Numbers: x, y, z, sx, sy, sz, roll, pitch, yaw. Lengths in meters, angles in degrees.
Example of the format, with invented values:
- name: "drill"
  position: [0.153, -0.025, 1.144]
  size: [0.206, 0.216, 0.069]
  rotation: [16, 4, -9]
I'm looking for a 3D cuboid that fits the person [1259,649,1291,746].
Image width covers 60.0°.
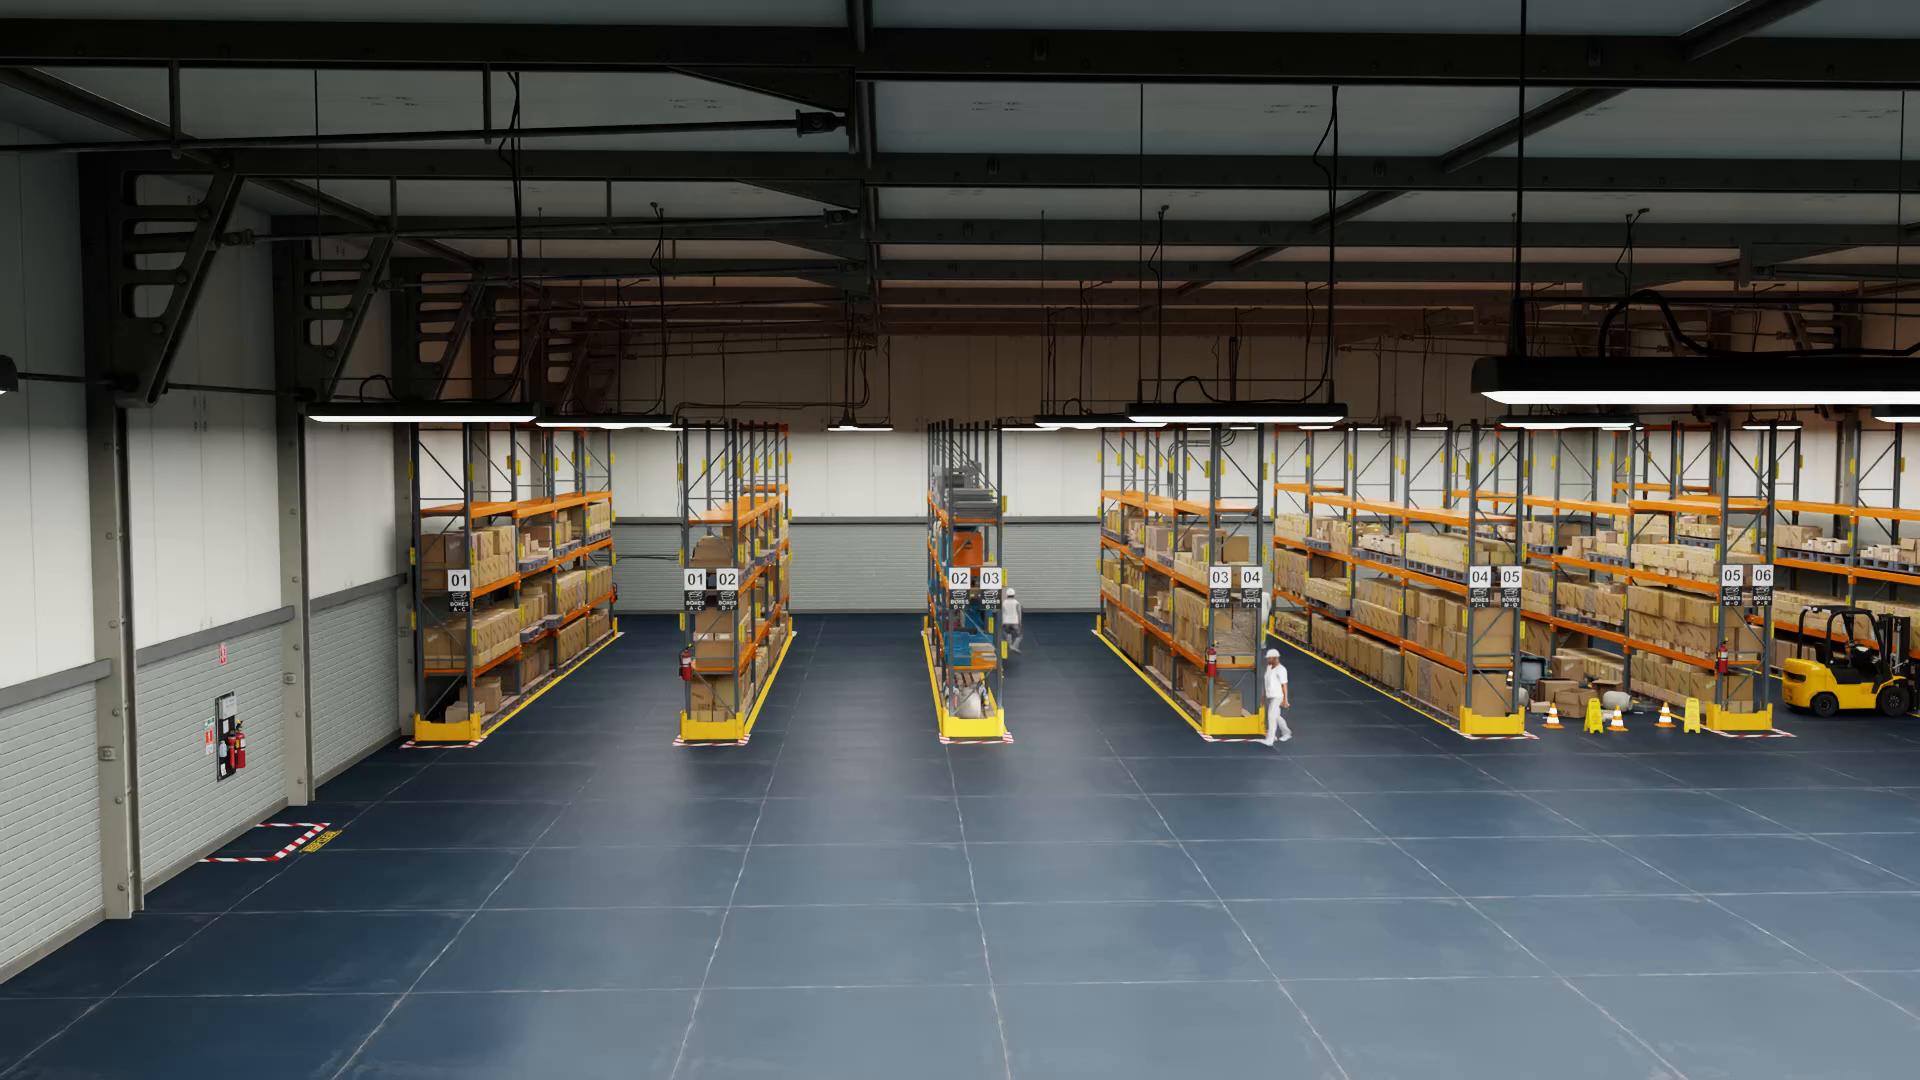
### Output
- name: "person"
  position: [5.816, 2.895, 30.683]
  size: [0.803, 1.762, 0.595]
  rotation: [-1, 4, -15]

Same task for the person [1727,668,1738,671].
- name: "person"
  position: [16.600, 2.655, 36.016]
  size: [0.546, 1.540, 0.709]
  rotation: [0, 4, 1]

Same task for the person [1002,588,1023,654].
- name: "person"
  position: [1.296, 2.020, 41.784]
  size: [0.577, 1.629, 0.645]
  rotation: [1, 4, 13]

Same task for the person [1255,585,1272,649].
- name: "person"
  position: [8.029, 2.026, 44.221]
  size: [0.652, 1.747, 0.675]
  rotation: [-2, 4, -23]
